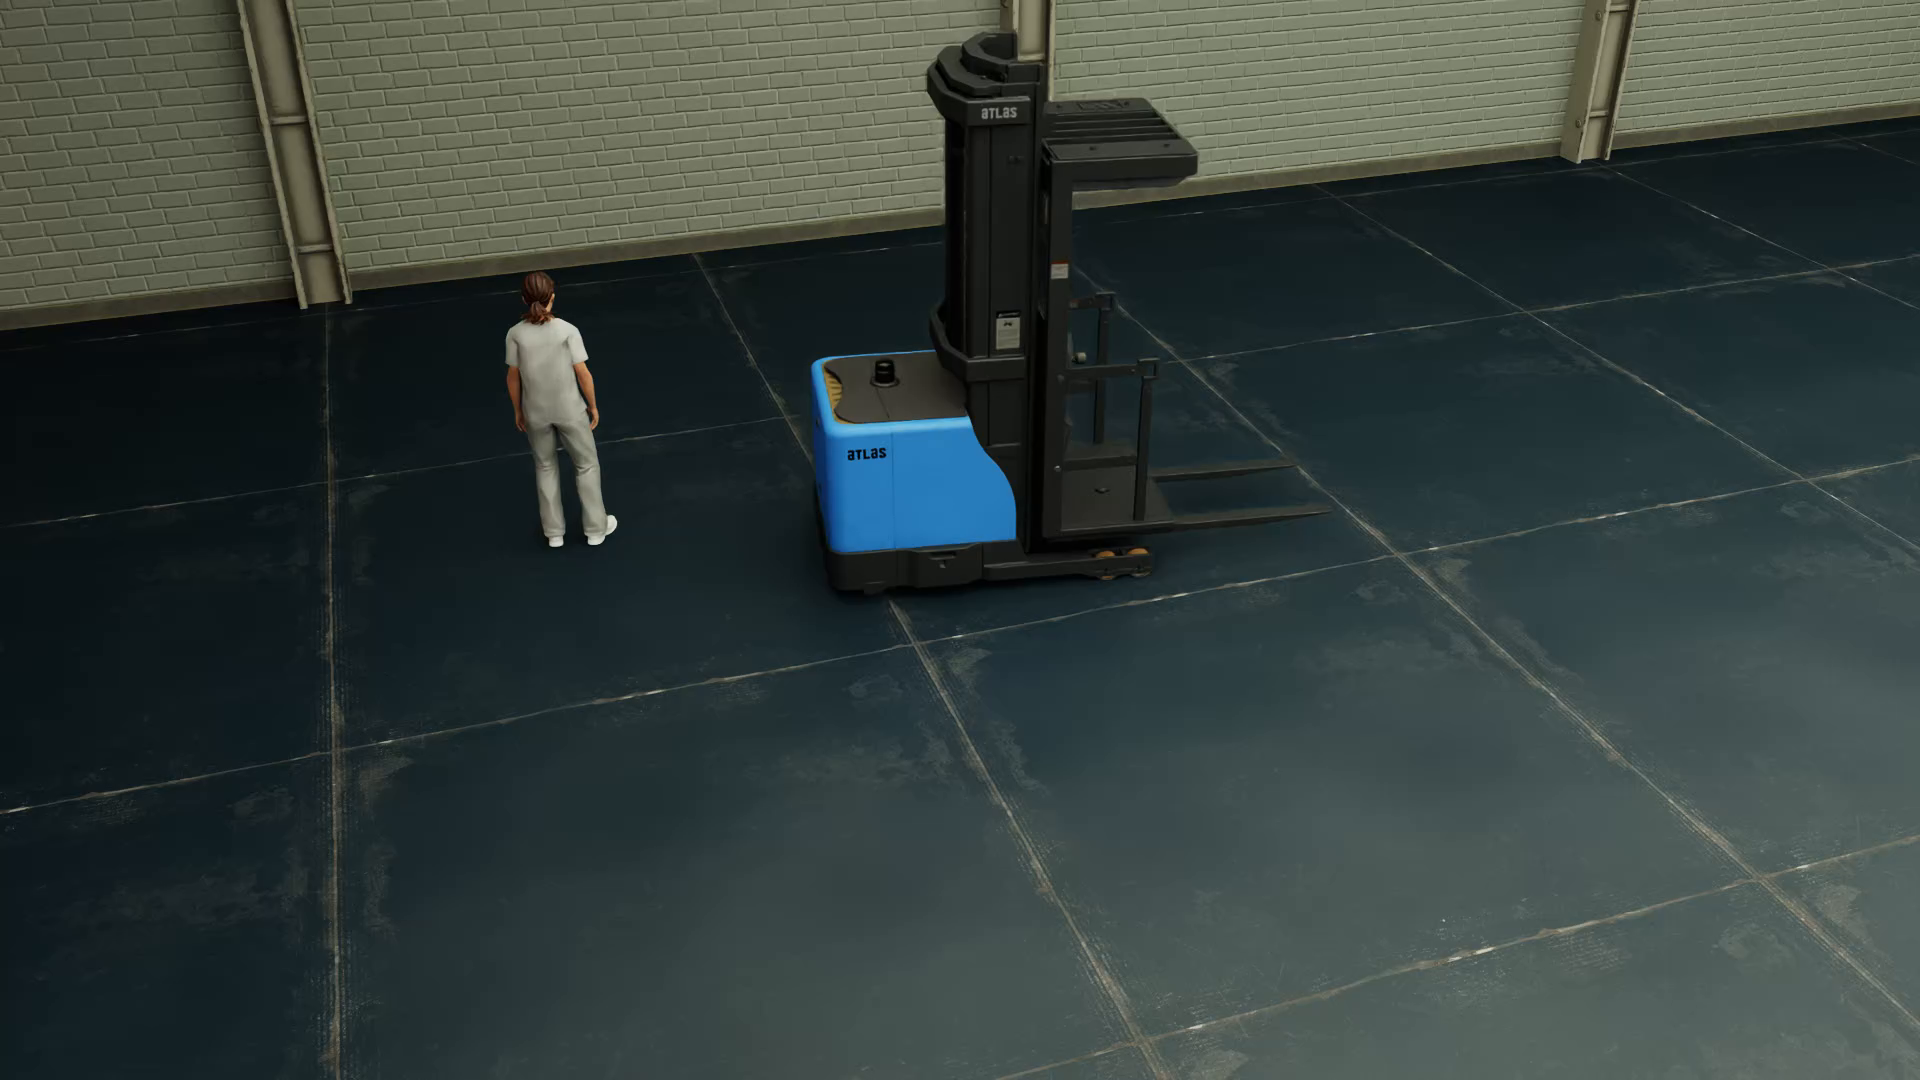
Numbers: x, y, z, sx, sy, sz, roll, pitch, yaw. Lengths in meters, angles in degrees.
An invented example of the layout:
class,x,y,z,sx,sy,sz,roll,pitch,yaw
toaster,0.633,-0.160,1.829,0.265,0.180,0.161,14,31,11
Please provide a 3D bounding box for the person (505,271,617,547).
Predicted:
class,x,y,z,sx,sy,sz,roll,pitch,yaw
person,-2.338,-0.739,9.636,0.496,1.671,0.362,-1,30,-2

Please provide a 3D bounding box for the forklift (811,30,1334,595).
class,x,y,z,sx,sy,sz,roll,pitch,yaw
forklift,0.680,-1.294,9.337,3.031,2.935,1.130,-5,30,-8
